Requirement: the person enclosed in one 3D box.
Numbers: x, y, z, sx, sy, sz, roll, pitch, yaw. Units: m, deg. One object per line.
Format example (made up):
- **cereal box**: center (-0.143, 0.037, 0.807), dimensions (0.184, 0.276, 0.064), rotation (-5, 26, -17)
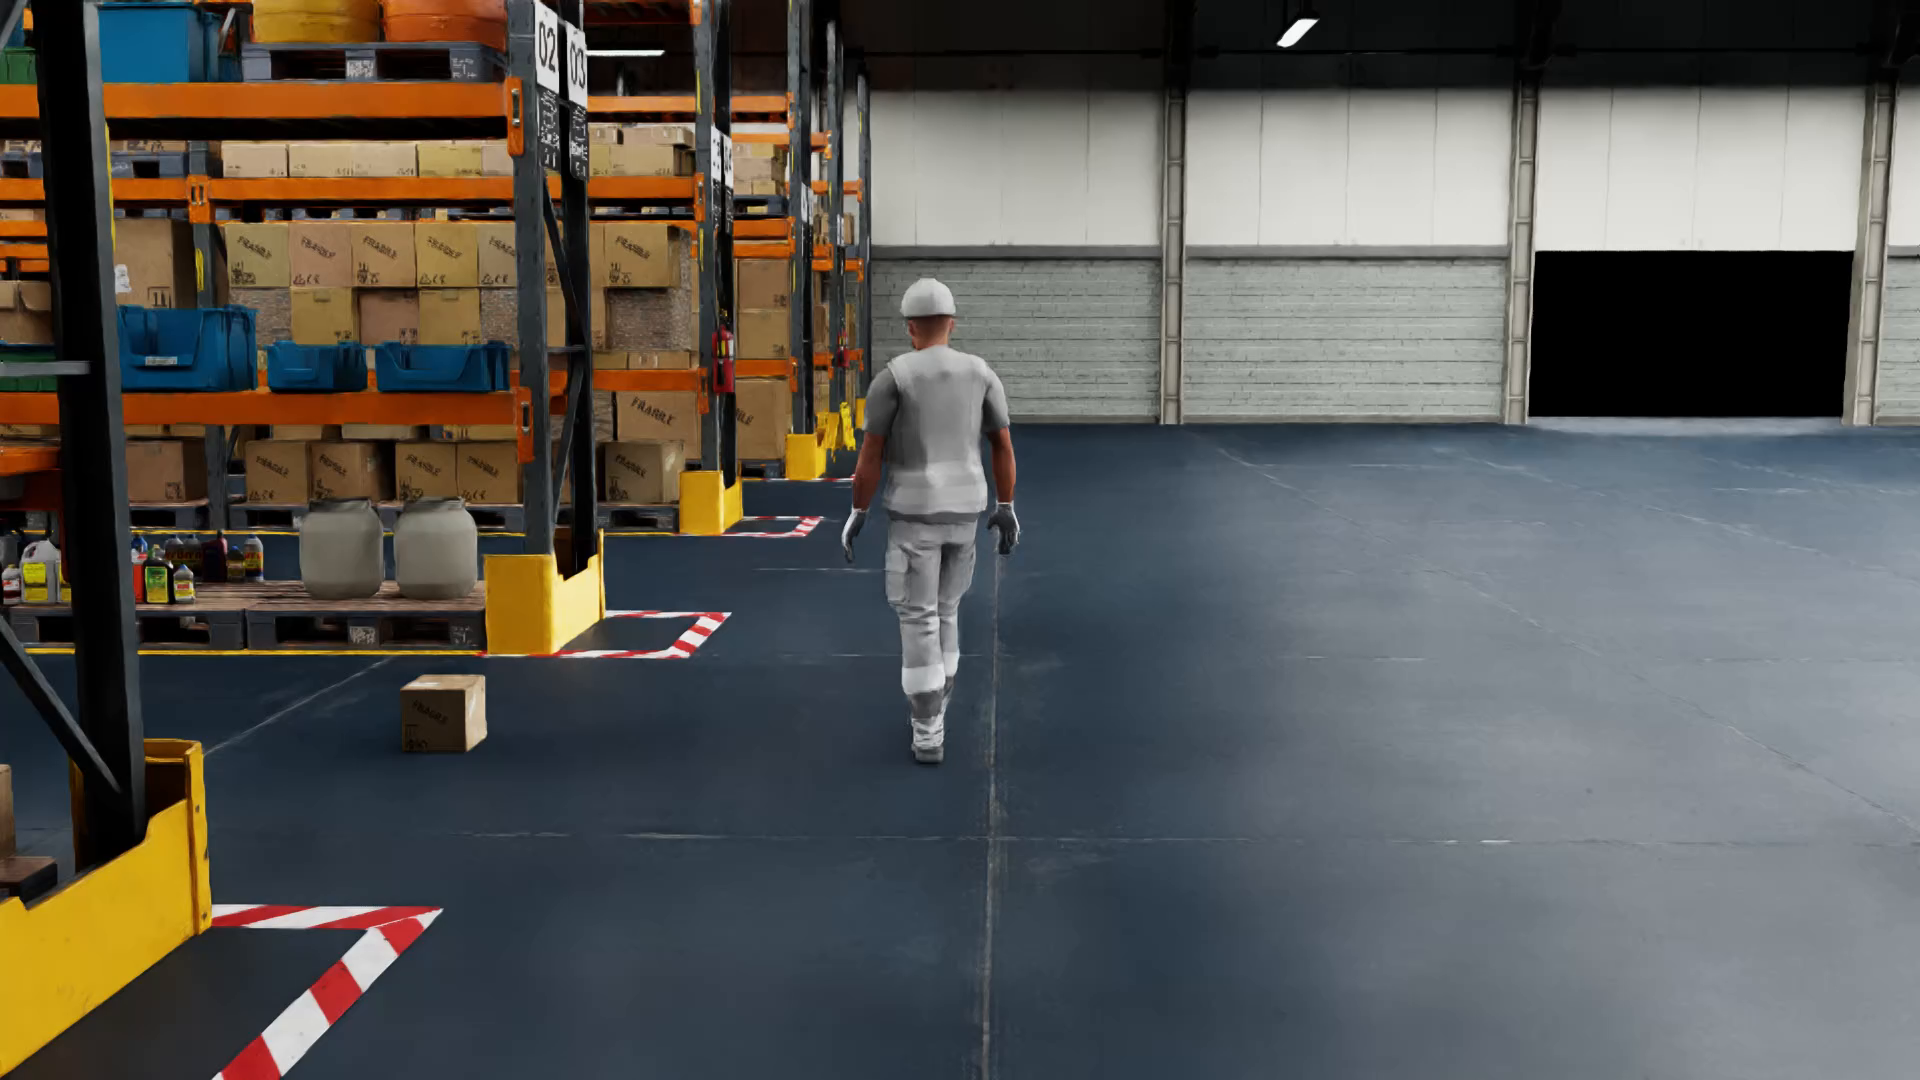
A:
- **person**: center (-0.157, -0.096, 6.362), dimensions (0.664, 1.786, 0.614), rotation (-4, 8, -28)
